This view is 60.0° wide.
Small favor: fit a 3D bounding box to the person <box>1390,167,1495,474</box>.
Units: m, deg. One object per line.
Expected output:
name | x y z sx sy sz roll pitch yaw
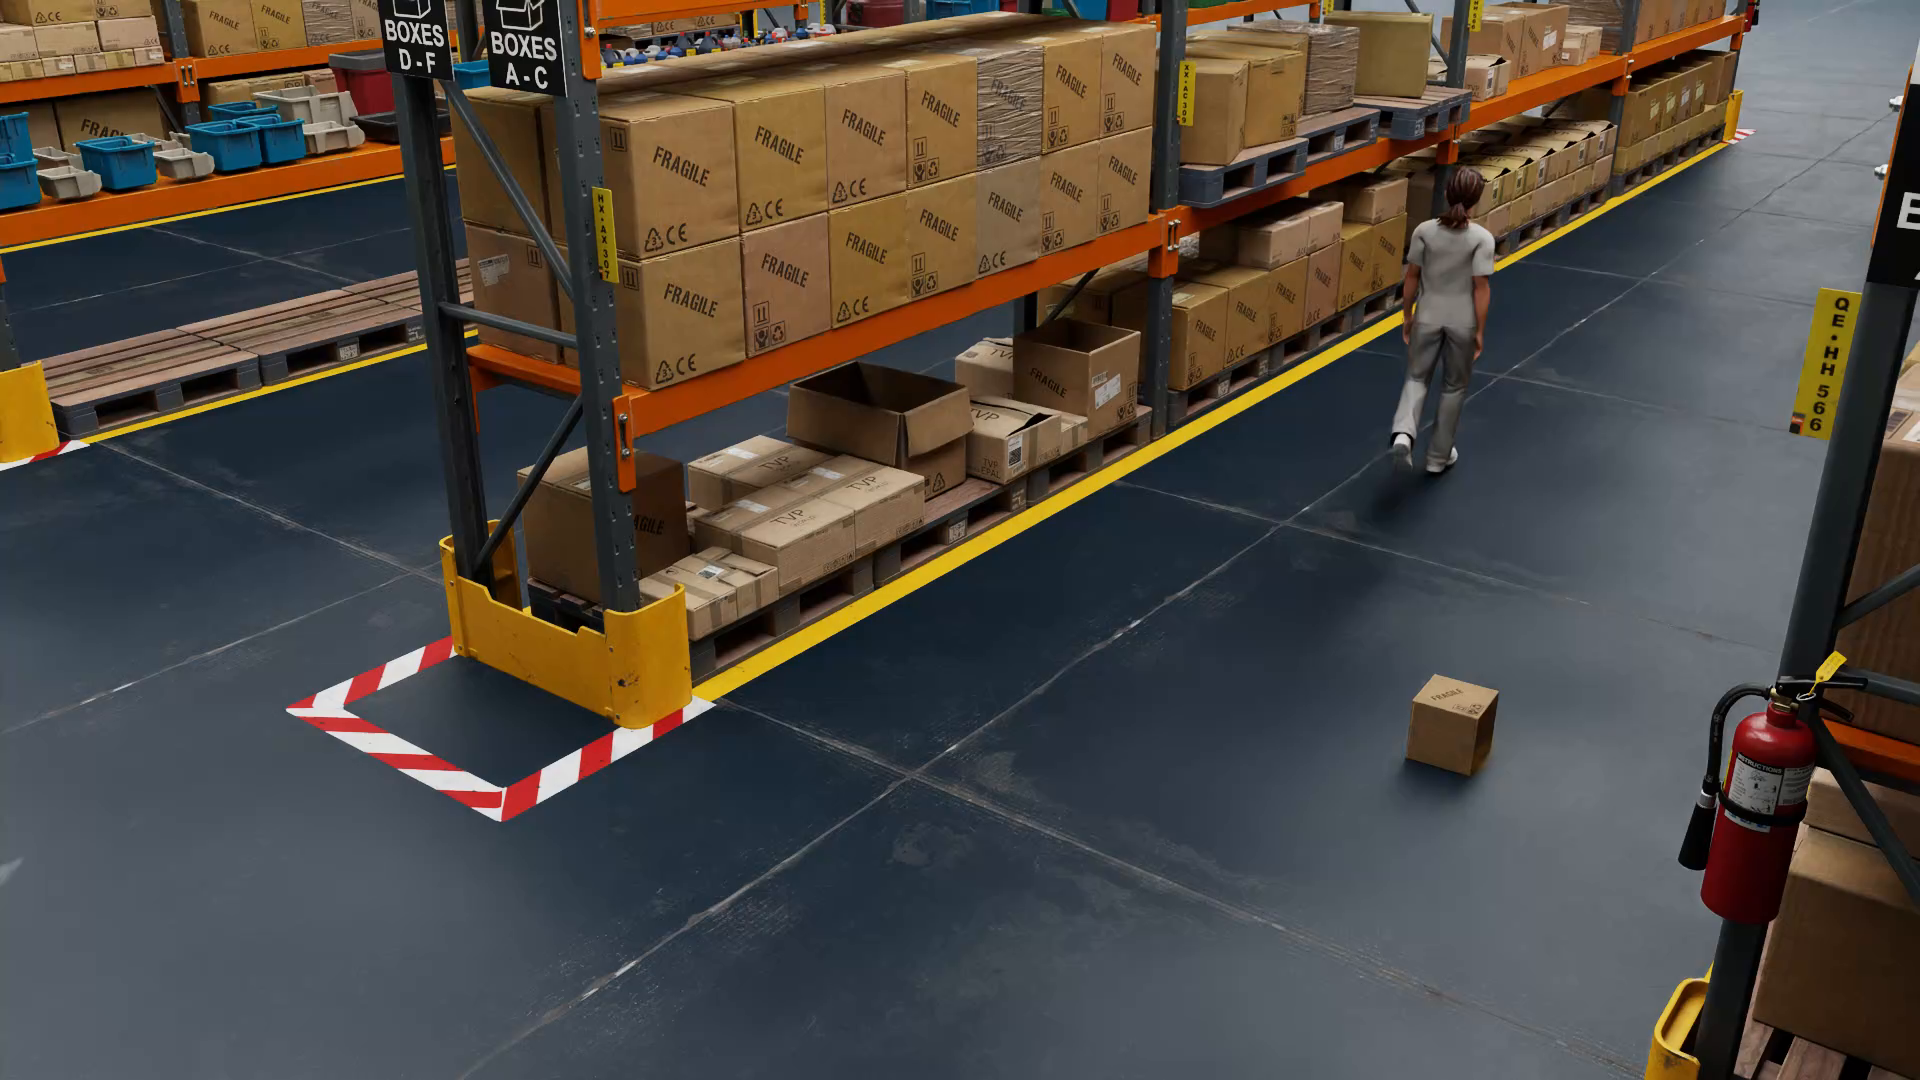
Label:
person | 2.487 -1.096 8.579 0.449 1.644 0.741 12 26 26
